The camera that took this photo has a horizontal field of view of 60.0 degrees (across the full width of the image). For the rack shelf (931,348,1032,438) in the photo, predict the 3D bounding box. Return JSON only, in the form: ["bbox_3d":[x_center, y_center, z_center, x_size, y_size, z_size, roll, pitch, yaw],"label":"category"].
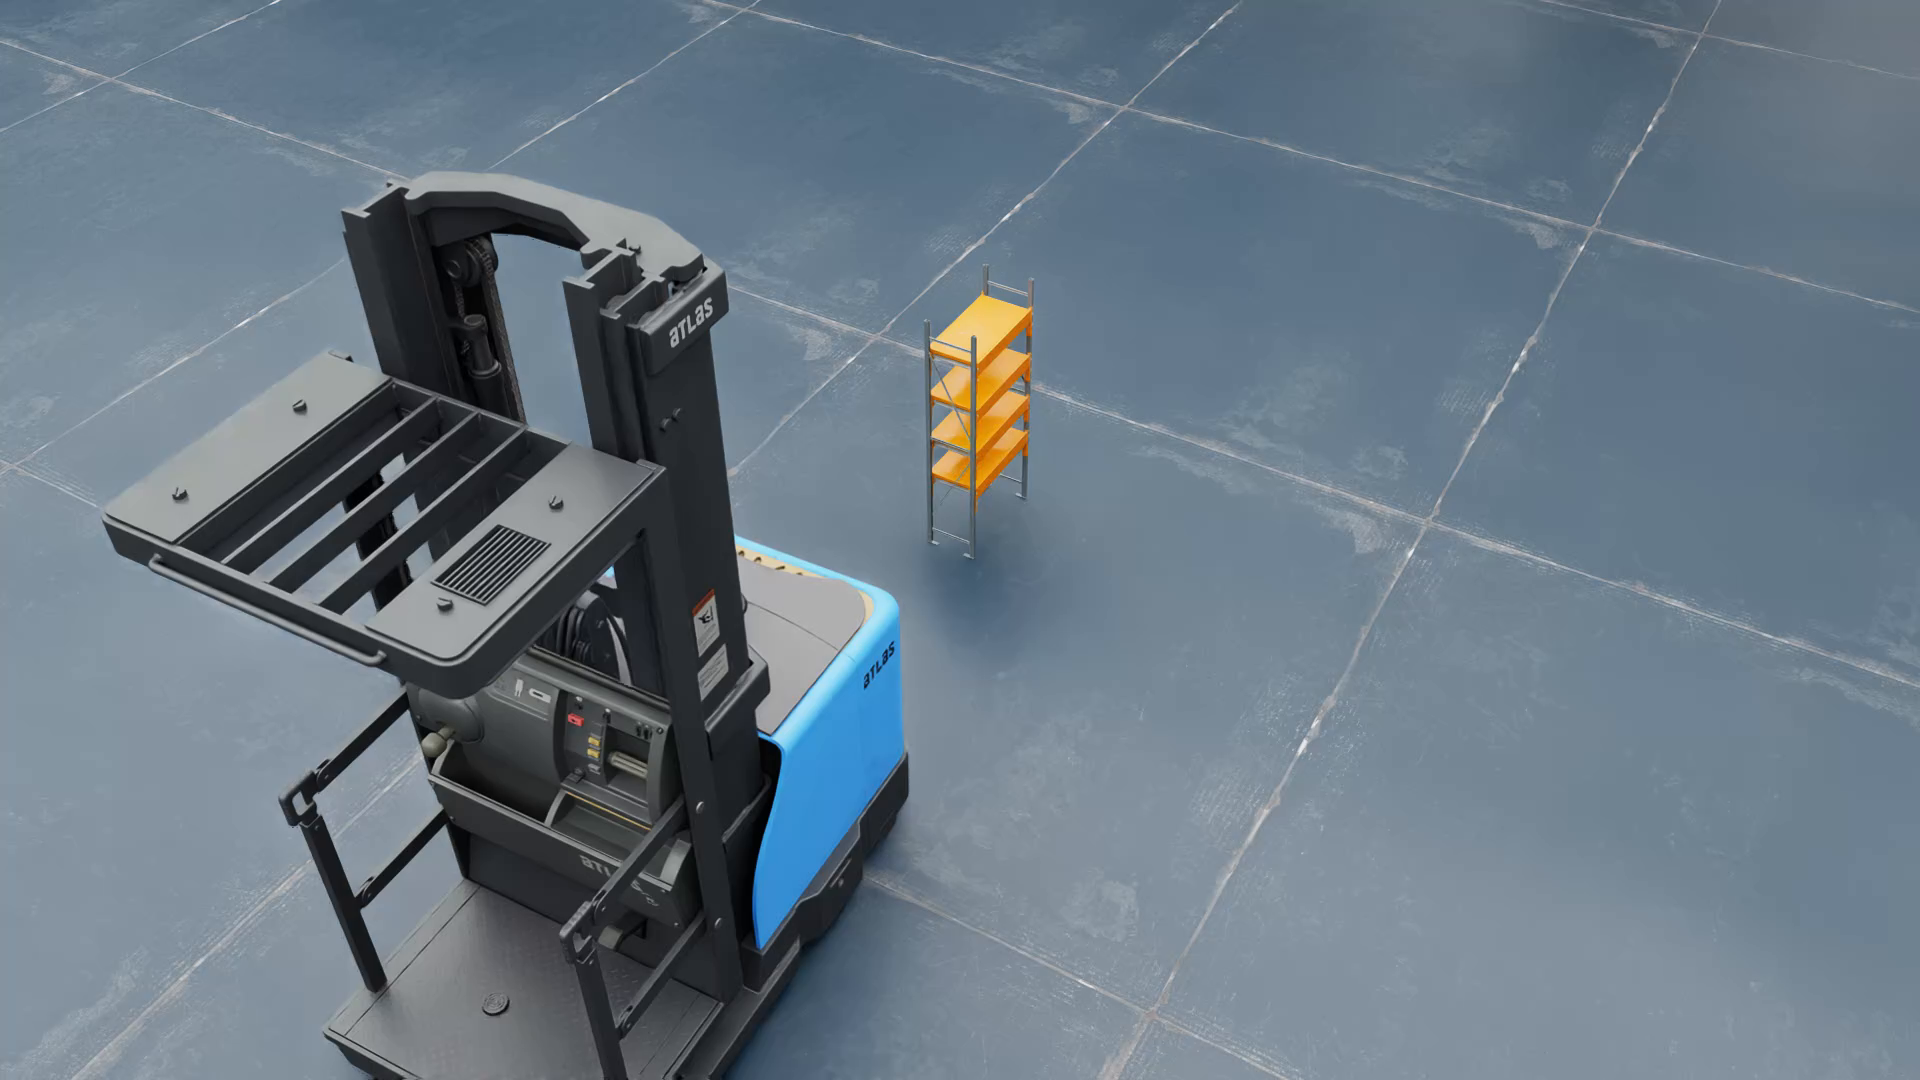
[{"bbox_3d":[0.083,-0.662,7.173,0.258,0.148,0.480,21,45,22],"label":"rack shelf"}]

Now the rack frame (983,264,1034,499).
[{"bbox_3d":[0.205,-0.685,7.435,0.240,1.200,0.015,21,45,22],"label":"rack frame"}]

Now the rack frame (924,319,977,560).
[{"bbox_3d":[-0.039,-0.405,7.118,0.240,1.200,0.015,21,45,22],"label":"rack frame"}]

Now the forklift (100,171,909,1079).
[{"bbox_3d":[-1.327,0.608,4.657,1.130,2.935,3.031,19,45,20],"label":"forklift"}]

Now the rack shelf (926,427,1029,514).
[{"bbox_3d":[0.083,-0.345,7.452,0.258,0.148,0.480,21,45,22],"label":"rack shelf"}]

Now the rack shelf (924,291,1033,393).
[{"bbox_3d":[0.083,-0.840,7.017,0.258,0.148,0.480,21,45,22],"label":"rack shelf"}]

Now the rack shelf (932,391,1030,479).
[{"bbox_3d":[0.083,-0.495,7.321,0.258,0.148,0.480,21,45,22],"label":"rack shelf"}]

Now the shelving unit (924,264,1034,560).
[{"bbox_3d":[0.083,-0.545,7.277,0.258,1.200,0.503,21,45,22],"label":"shelving unit"}]
